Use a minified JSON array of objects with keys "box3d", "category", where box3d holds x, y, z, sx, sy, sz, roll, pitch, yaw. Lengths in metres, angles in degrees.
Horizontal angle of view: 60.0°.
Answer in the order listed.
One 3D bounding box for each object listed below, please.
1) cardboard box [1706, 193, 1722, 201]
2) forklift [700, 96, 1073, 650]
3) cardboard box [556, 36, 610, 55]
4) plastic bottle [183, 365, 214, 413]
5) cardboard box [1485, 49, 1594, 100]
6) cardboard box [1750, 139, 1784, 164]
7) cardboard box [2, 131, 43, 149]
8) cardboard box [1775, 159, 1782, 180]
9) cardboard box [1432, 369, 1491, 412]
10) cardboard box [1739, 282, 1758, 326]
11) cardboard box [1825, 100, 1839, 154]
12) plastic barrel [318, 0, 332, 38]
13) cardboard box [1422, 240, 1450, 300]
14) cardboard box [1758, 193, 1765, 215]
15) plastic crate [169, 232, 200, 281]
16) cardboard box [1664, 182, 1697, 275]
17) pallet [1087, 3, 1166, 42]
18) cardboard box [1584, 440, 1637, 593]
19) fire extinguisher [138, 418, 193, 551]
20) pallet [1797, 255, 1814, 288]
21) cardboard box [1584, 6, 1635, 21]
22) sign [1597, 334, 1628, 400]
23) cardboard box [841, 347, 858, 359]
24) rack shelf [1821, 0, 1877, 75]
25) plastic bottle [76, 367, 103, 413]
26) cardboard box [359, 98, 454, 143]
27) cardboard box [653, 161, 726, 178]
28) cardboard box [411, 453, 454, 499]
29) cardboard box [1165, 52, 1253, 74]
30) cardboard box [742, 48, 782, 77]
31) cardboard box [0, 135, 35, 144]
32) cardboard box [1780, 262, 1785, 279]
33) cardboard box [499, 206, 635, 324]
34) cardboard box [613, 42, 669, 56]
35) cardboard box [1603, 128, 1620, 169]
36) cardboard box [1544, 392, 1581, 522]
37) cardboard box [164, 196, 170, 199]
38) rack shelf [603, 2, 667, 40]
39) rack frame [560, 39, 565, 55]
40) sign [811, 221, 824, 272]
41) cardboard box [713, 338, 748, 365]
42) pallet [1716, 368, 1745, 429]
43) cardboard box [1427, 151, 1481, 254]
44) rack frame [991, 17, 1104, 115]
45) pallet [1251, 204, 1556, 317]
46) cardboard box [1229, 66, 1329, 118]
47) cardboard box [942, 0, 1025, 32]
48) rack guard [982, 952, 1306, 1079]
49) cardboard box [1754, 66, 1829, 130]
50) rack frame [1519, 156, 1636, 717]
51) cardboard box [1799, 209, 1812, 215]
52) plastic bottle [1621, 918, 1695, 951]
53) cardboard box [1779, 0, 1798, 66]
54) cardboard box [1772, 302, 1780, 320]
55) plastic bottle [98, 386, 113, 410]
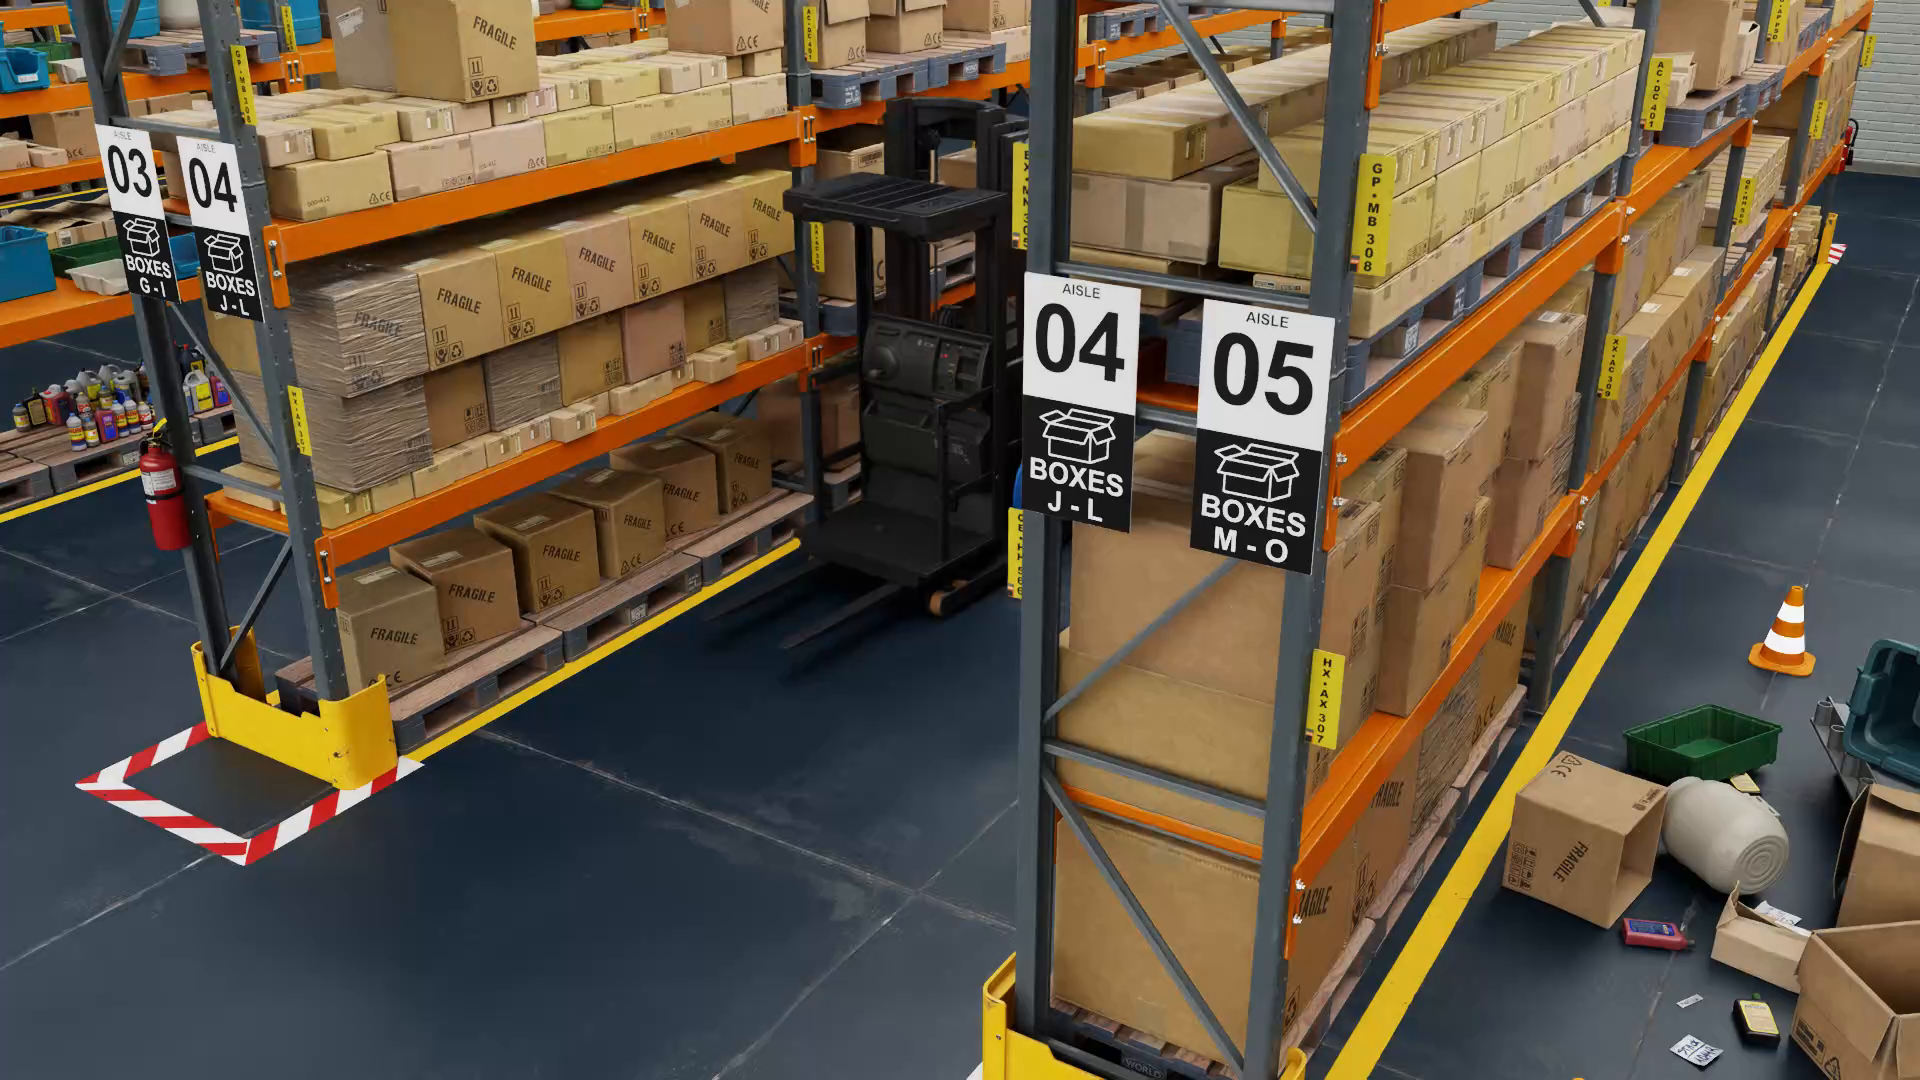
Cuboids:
[{"box3d":[5.428,-2.448,12.168,0.380,0.149,0.250,13,27,28],"category":"cardboard box"},{"box3d":[-0.339,-1.094,10.087,1.130,2.935,3.031,17,28,33],"category":"forklift"},{"box3d":[-5.084,-6.553,22.485,0.500,0.500,0.500,15,27,30],"category":"cardboard box"},{"box3d":[-5.965,-1.187,12.997,0.144,0.351,0.185,14,27,29],"category":"plastic bottle"},{"box3d":[2.314,-1.874,6.686,0.380,0.149,0.250,14,27,29],"category":"cardboard box"},{"box3d":[6.803,-3.324,14.192,0.380,0.149,0.250,13,27,27],"category":"cardboard box"},{"box3d":[-9.497,-3.965,16.803,0.396,0.266,0.258,13,27,28],"category":"cardboard box"},{"box3d":[6.810,-3.190,14.257,0.380,0.149,0.250,14,27,29],"category":"cardboard box"},{"box3d":[1.681,-0.444,6.952,0.875,0.550,0.500,14,27,29],"category":"cardboard box"},{"box3d":[6.263,-1.974,13.709,0.500,0.250,0.500,13,26,27],"category":"cardboard box"},{"box3d":[8.275,-4.056,16.343,0.500,0.500,0.500,15,28,32],"category":"cardboard box"},{"box3d":[-5.169,-4.697,13.917,0.600,0.901,0.600,0,23,0],"category":"plastic barrel"},{"box3d":[1.380,-0.910,5.462,0.380,0.149,0.250,14,27,29],"category":"cardboard box"},{"box3d":[6.405,-2.792,13.711,0.380,0.149,0.250,13,26,27],"category":"cardboard box"},{"box3d":[-5.951,-2.154,12.637,0.499,0.251,0.616,14,27,29],"category":"plastic crate"},{"box3d":[4.369,-2.075,10.884,0.700,0.500,0.500,13,27,28],"category":"cardboard box"},{"box3d":[1.014,-4.483,14.292,1.213,0.211,1.003,15,28,31],"category":"pallet"},{"box3d":[3.533,-0.254,10.365,1.050,0.750,0.750,14,27,29],"category":"cardboard box"},{"box3d":[-3.952,-0.287,8.234,0.296,0.674,0.183,14,27,29],"category":"fire extinguisher"},{"box3d":[8.601,-3.019,17.958,1.003,0.211,1.213,14,27,29],"category":"pallet"},{"box3d":[4.311,-3.267,10.703,0.500,0.311,0.500,14,27,29],"category":"cardboard box"},{"box3d":[3.243,-0.859,8.269,0.100,0.325,0.005,14,27,29],"category":"sign"},{"box3d":[-0.486,-1.218,12.880,0.700,0.500,0.500,11,26,24],"category":"cardboard box"},{"box3d":[8.045,-4.963,16.067,1.077,0.370,4.000,14,27,29],"category":"rack shelf"},{"box3d":[-6.798,-1.183,12.988,0.144,0.351,0.185,15,28,31],"category":"plastic bottle"},{"box3d":[-2.707,-2.055,8.132,0.380,0.149,0.250,15,28,31],"category":"cardboard box"},{"box3d":[-1.844,-2.157,10.698,0.500,0.500,0.500,14,27,29],"category":"cardboard box"},{"box3d":[-2.855,-0.357,8.615,0.380,0.149,0.250,14,27,29],"category":"cardboard box"},{"box3d":[2.500,-4.604,16.720,0.797,0.503,0.637,13,27,28],"category":"cardboard box"},{"box3d":[-1.316,-2.935,10.165,0.380,0.149,0.250,15,27,31],"category":"cardboard box"},{"box3d":[-12.240,-4.879,21.338,0.700,0.500,0.500,14,27,30],"category":"cardboard box"},{"box3d":[7.543,-2.552,15.680,0.380,0.149,0.250,15,28,31],"category":"cardboard box"},{"box3d":[-2.188,-1.541,9.274,0.500,0.500,0.500,14,27,29],"category":"cardboard box"},{"box3d":[-1.906,-2.956,10.214,0.380,0.149,0.250,12,26,26],"category":"cardboard box"},{"box3d":[2.717,-1.766,7.439,0.380,0.149,0.250,14,27,30],"category":"cardboard box"},{"box3d":[2.586,-0.483,8.401,0.875,0.550,0.550,14,27,29],"category":"cardboard box"},{"box3d":[-8.299,-3.655,18.144,0.500,0.311,0.500,14,27,29],"category":"cardboard box"},{"box3d":[-2.433,-5.724,17.826,1.077,0.370,4.000,14,27,29],"category":"rack shelf"},{"box3d":[-5.584,-6.392,22.239,1.000,3.000,0.127,14,27,29],"category":"rack frame"},{"box3d":[-0.925,-1.901,10.775,0.100,0.325,0.005,14,27,29],"category":"sign"},{"box3d":[-1.577,-1.211,10.588,0.380,0.149,0.250,14,27,29],"category":"cardboard box"},{"box3d":[5.938,-1.285,13.952,1.003,0.211,1.213,14,27,29],"category":"pallet"},{"box3d":[1.400,-1.154,5.525,0.500,0.250,0.500,13,27,28],"category":"cardboard box"},{"box3d":[0.720,-2.965,14.322,1.000,3.000,0.127,14,27,29],"category":"rack frame"},{"box3d":[1.685,-1.193,6.565,1.003,0.211,1.213,14,27,29],"category":"pallet"},{"box3d":[1.221,-1.671,6.216,0.380,0.149,0.250,13,27,28],"category":"cardboard box"},{"box3d":[0.145,-4.064,12.331,0.500,0.500,0.500,14,27,30],"category":"cardboard box"},{"box3d":[0.648,1.964,6.083,1.175,0.500,0.348,14,27,29],"category":"rack guard"},{"box3d":[7.435,-3.984,14.917,0.500,0.500,0.500,15,27,30],"category":"cardboard box"},{"box3d":[2.770,-0.541,8.724,1.000,3.000,0.127,14,27,29],"category":"rack frame"},{"box3d":[8.855,-3.444,17.741,0.380,0.149,0.250,14,27,30],"category":"cardboard box"},{"box3d":[3.029,1.713,7.215,0.283,0.061,0.133,5,24,11],"category":"plastic bottle"},{"box3d":[5.665,-3.621,11.936,0.500,0.500,0.500,14,27,29],"category":"cardboard box"},{"box3d":[7.455,-2.181,15.572,0.380,0.149,0.250,13,26,27],"category":"cardboard box"},{"box3d":[-6.673,-1.104,12.994,0.097,0.201,0.097,0,23,0],"category":"plastic bottle"}]
